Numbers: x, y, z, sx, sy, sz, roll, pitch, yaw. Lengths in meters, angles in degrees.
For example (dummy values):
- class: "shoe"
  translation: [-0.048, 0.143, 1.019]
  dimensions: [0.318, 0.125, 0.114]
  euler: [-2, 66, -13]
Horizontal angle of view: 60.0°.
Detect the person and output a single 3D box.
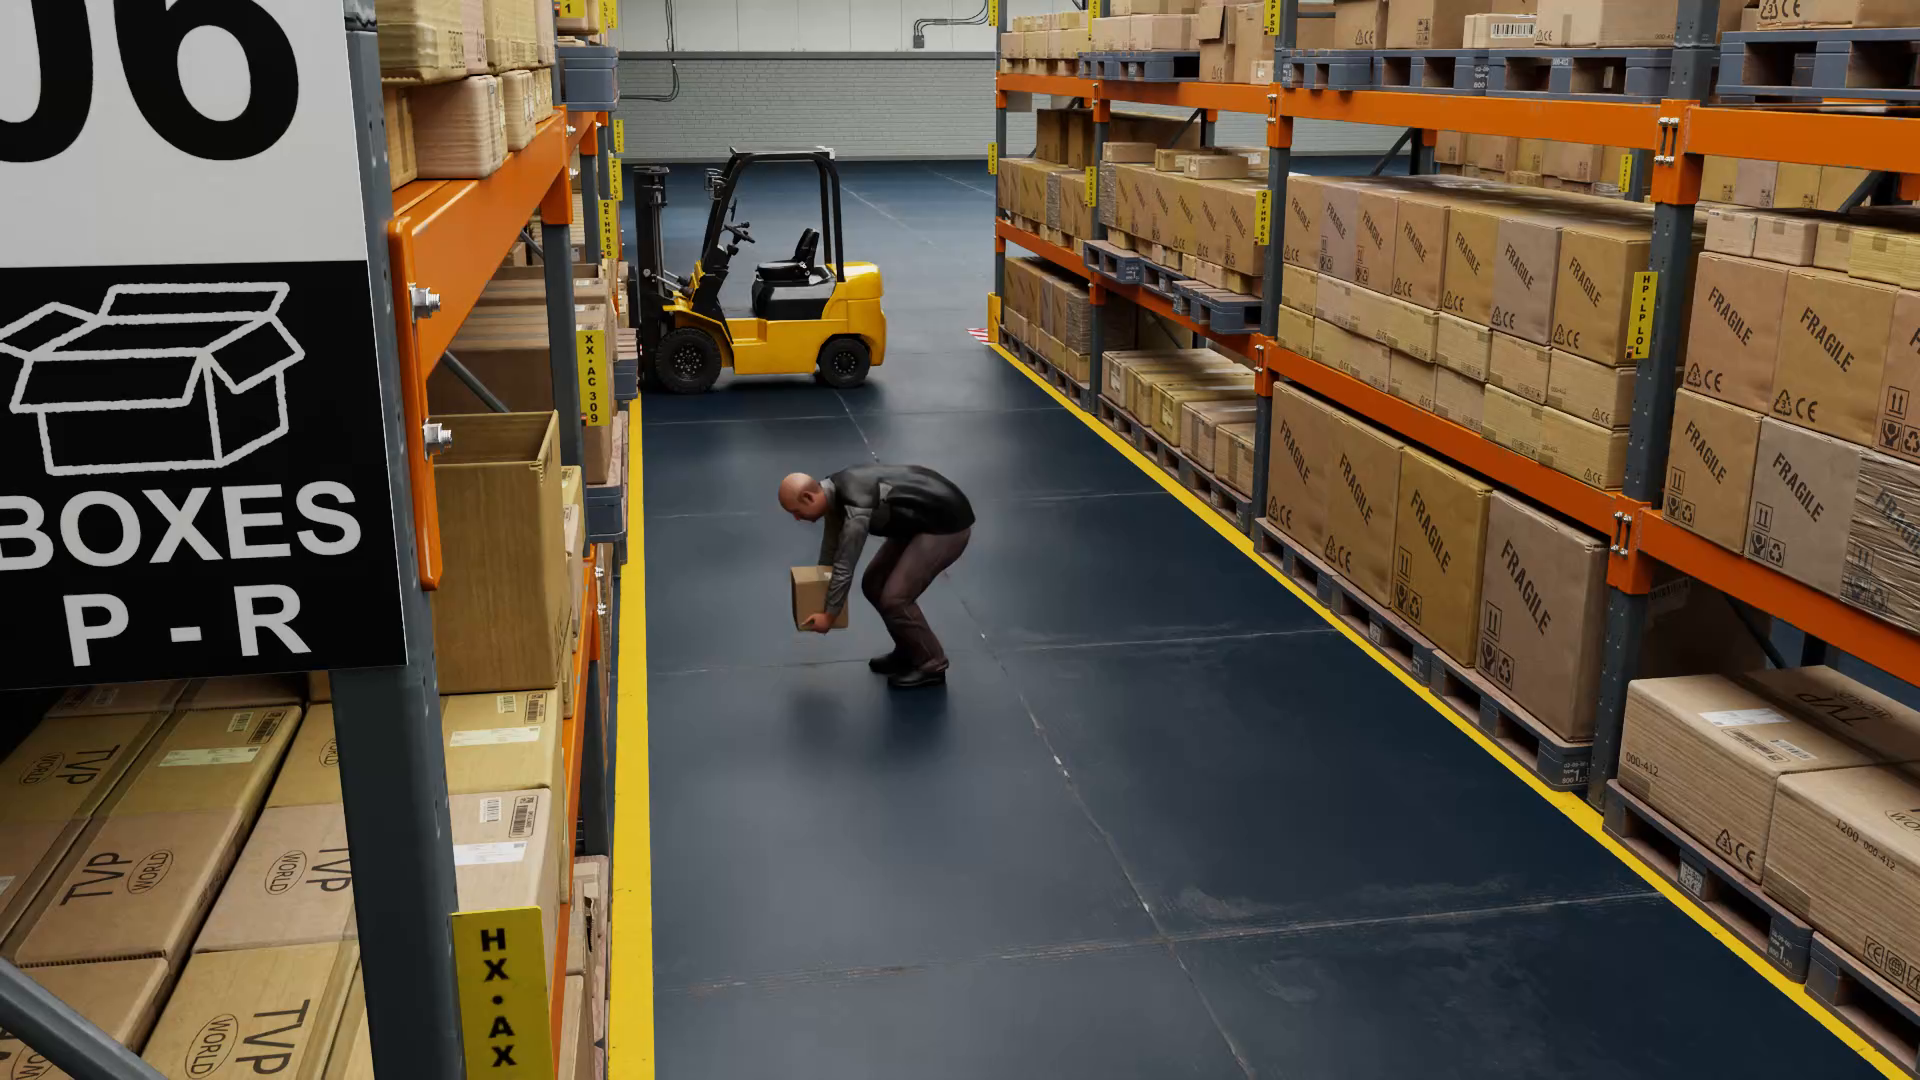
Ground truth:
- class: "person"
  translation: [-0.406, 0.164, 8.141]
  dimensions: [0.948, 1.092, 0.491]
  euler: [-4, 17, -13]
